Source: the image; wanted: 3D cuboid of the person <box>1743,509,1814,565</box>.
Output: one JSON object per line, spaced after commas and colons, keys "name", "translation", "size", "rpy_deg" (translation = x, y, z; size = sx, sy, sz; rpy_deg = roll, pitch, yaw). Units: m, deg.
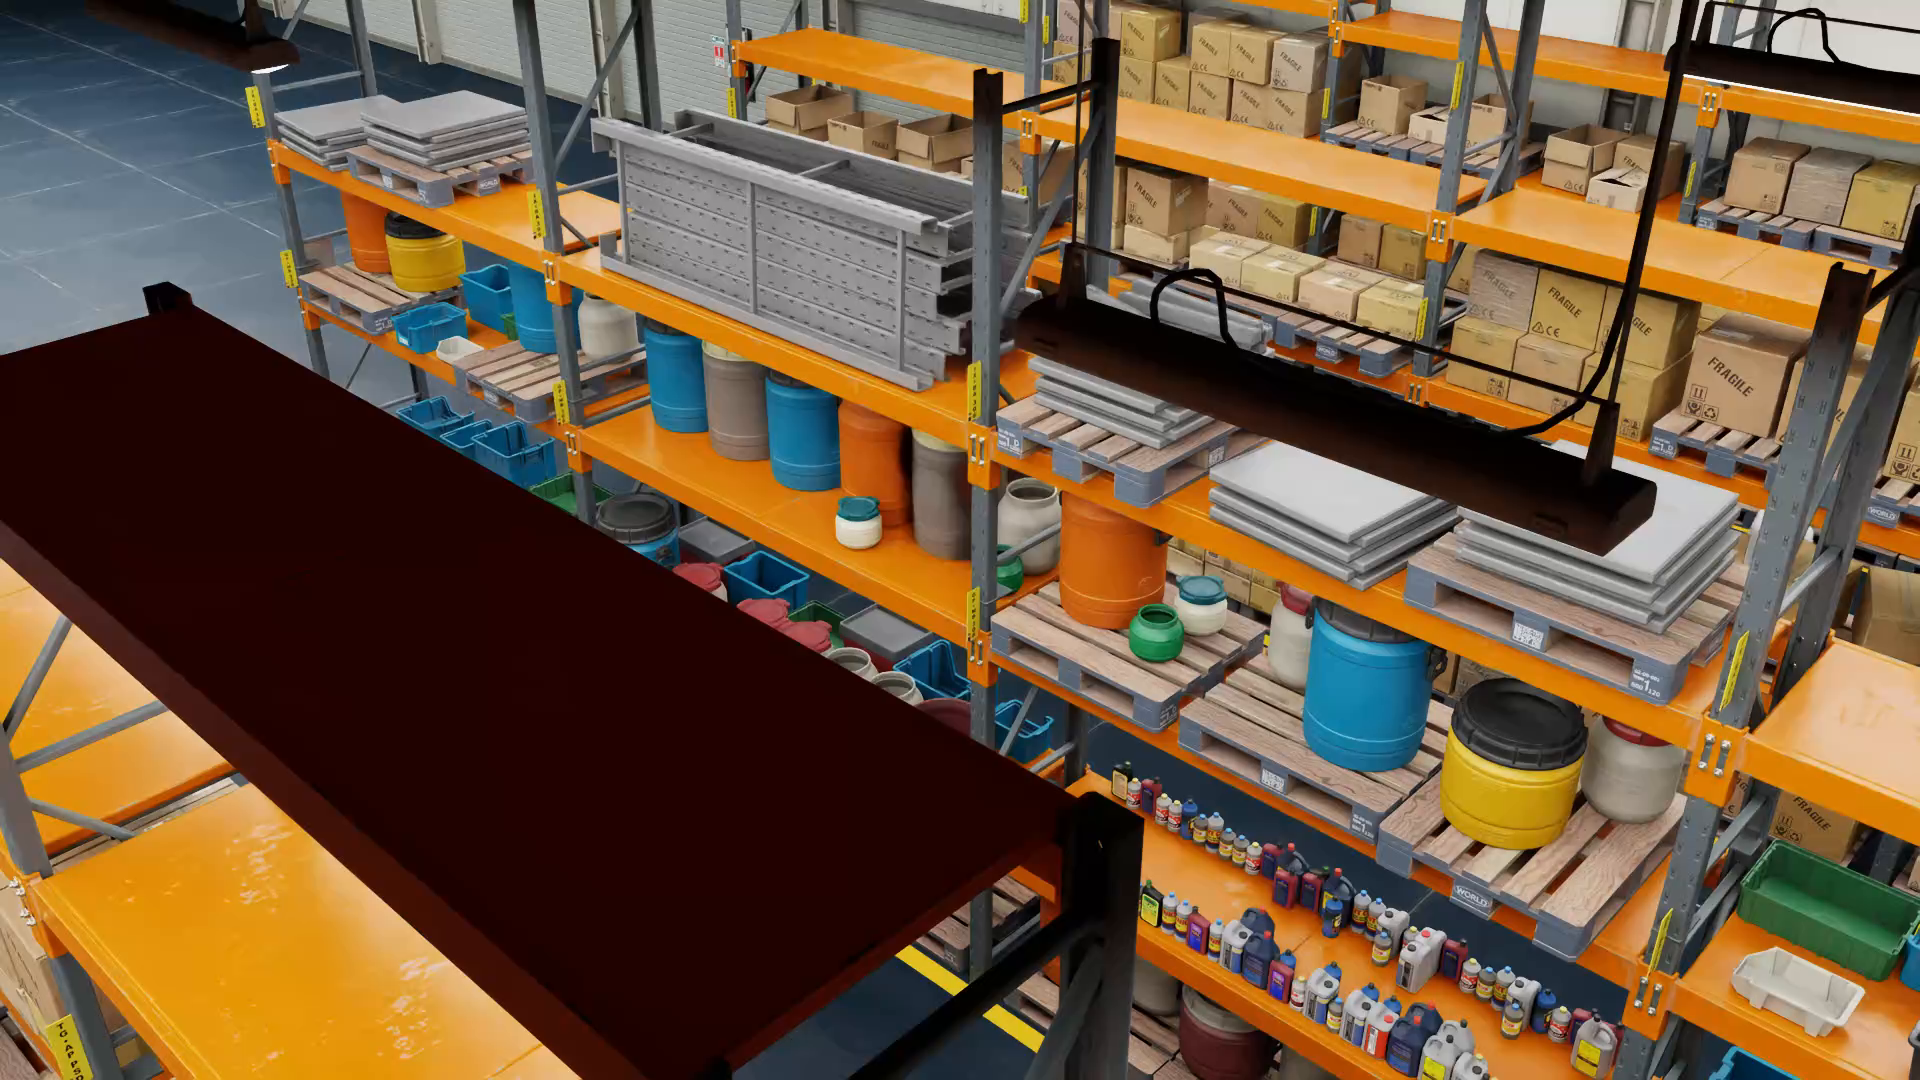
{"name": "person", "translation": [6.640, 0.373, 13.767], "size": [0.501, 1.783, 0.603], "rpy_deg": [-25, 38, -36]}
